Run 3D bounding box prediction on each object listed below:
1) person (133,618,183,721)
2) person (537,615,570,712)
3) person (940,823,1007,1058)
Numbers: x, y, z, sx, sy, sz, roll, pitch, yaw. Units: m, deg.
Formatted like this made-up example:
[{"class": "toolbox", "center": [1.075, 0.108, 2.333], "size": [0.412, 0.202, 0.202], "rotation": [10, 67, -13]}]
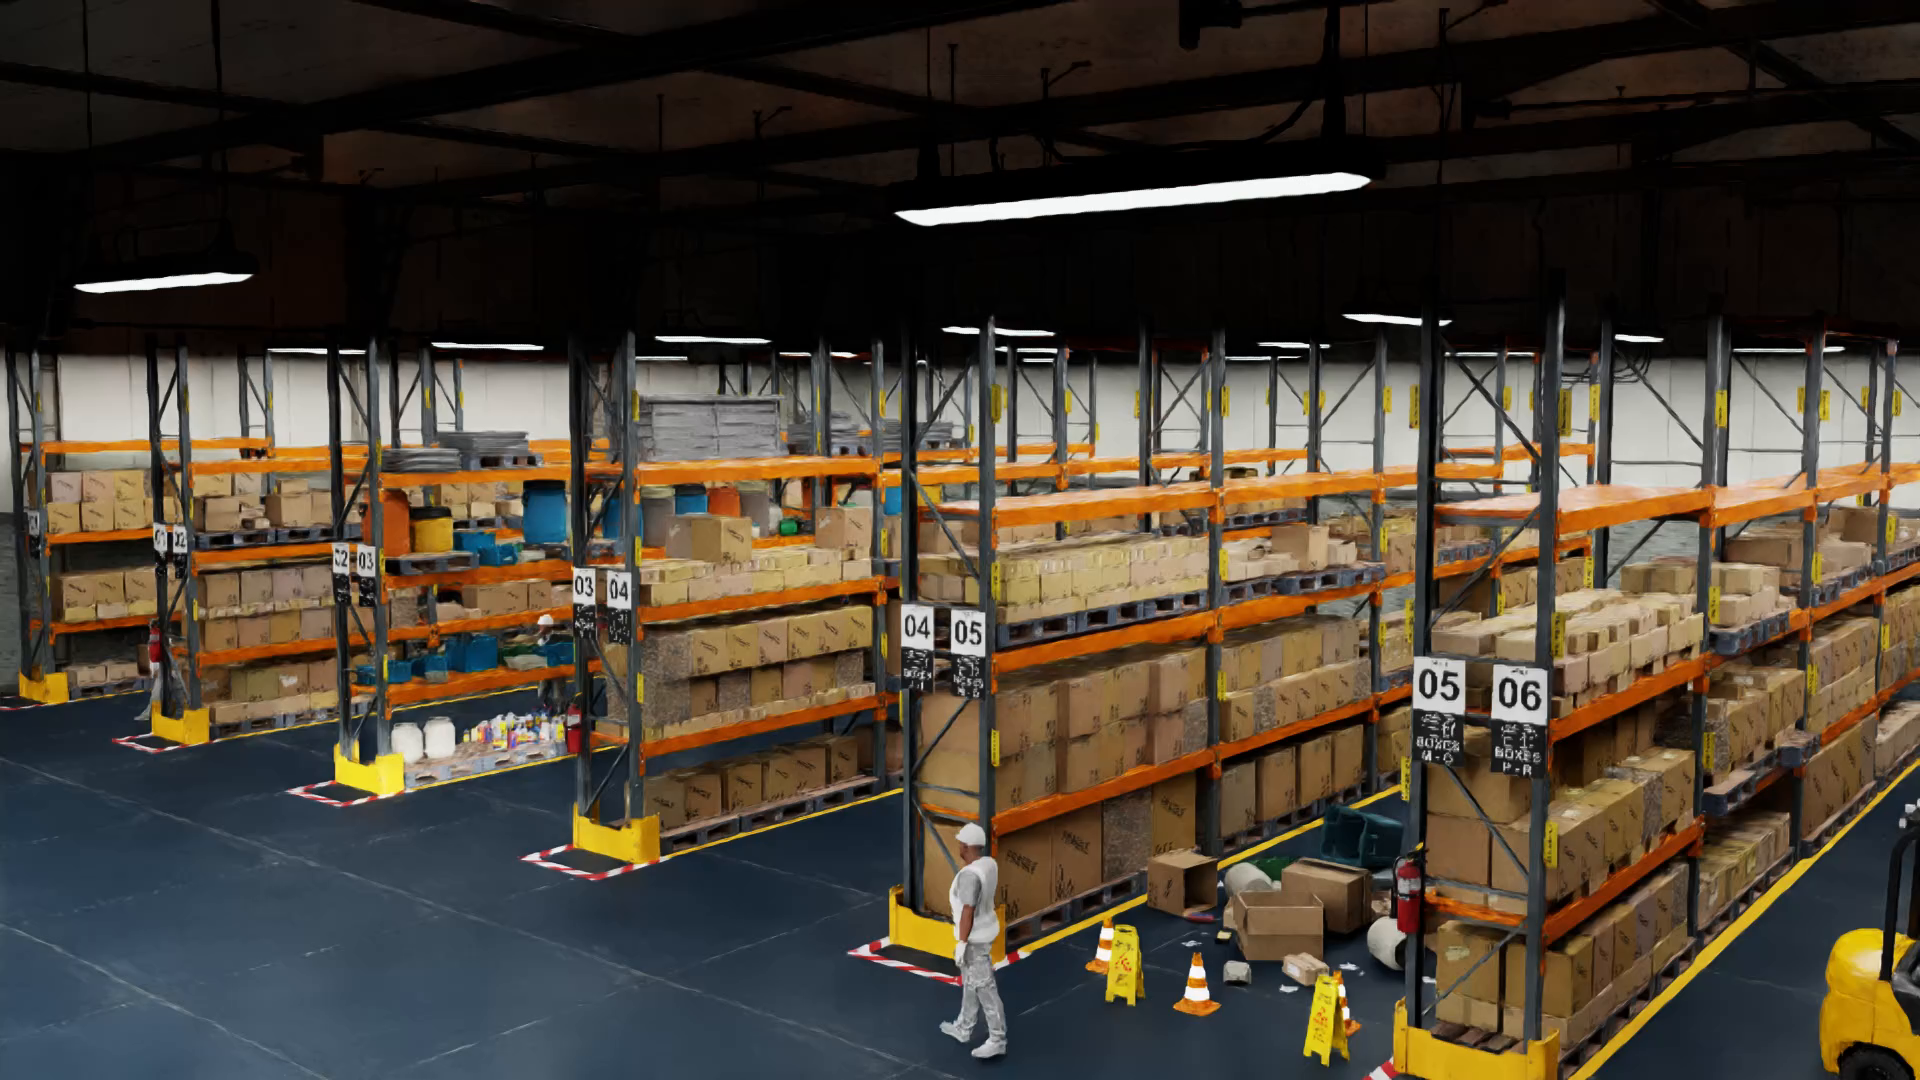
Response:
[{"class": "person", "center": [-12.583, 1.996, 26.162], "size": [0.498, 1.582, 1.069], "rotation": [4, 6, 37]}, {"class": "person", "center": [-6.300, 2.000, 25.723], "size": [0.677, 1.724, 0.569], "rotation": [4, 7, 38]}, {"class": "person", "center": [0.099, 3.106, 13.082], "size": [0.635, 1.786, 0.681], "rotation": [1, 5, 15]}]
